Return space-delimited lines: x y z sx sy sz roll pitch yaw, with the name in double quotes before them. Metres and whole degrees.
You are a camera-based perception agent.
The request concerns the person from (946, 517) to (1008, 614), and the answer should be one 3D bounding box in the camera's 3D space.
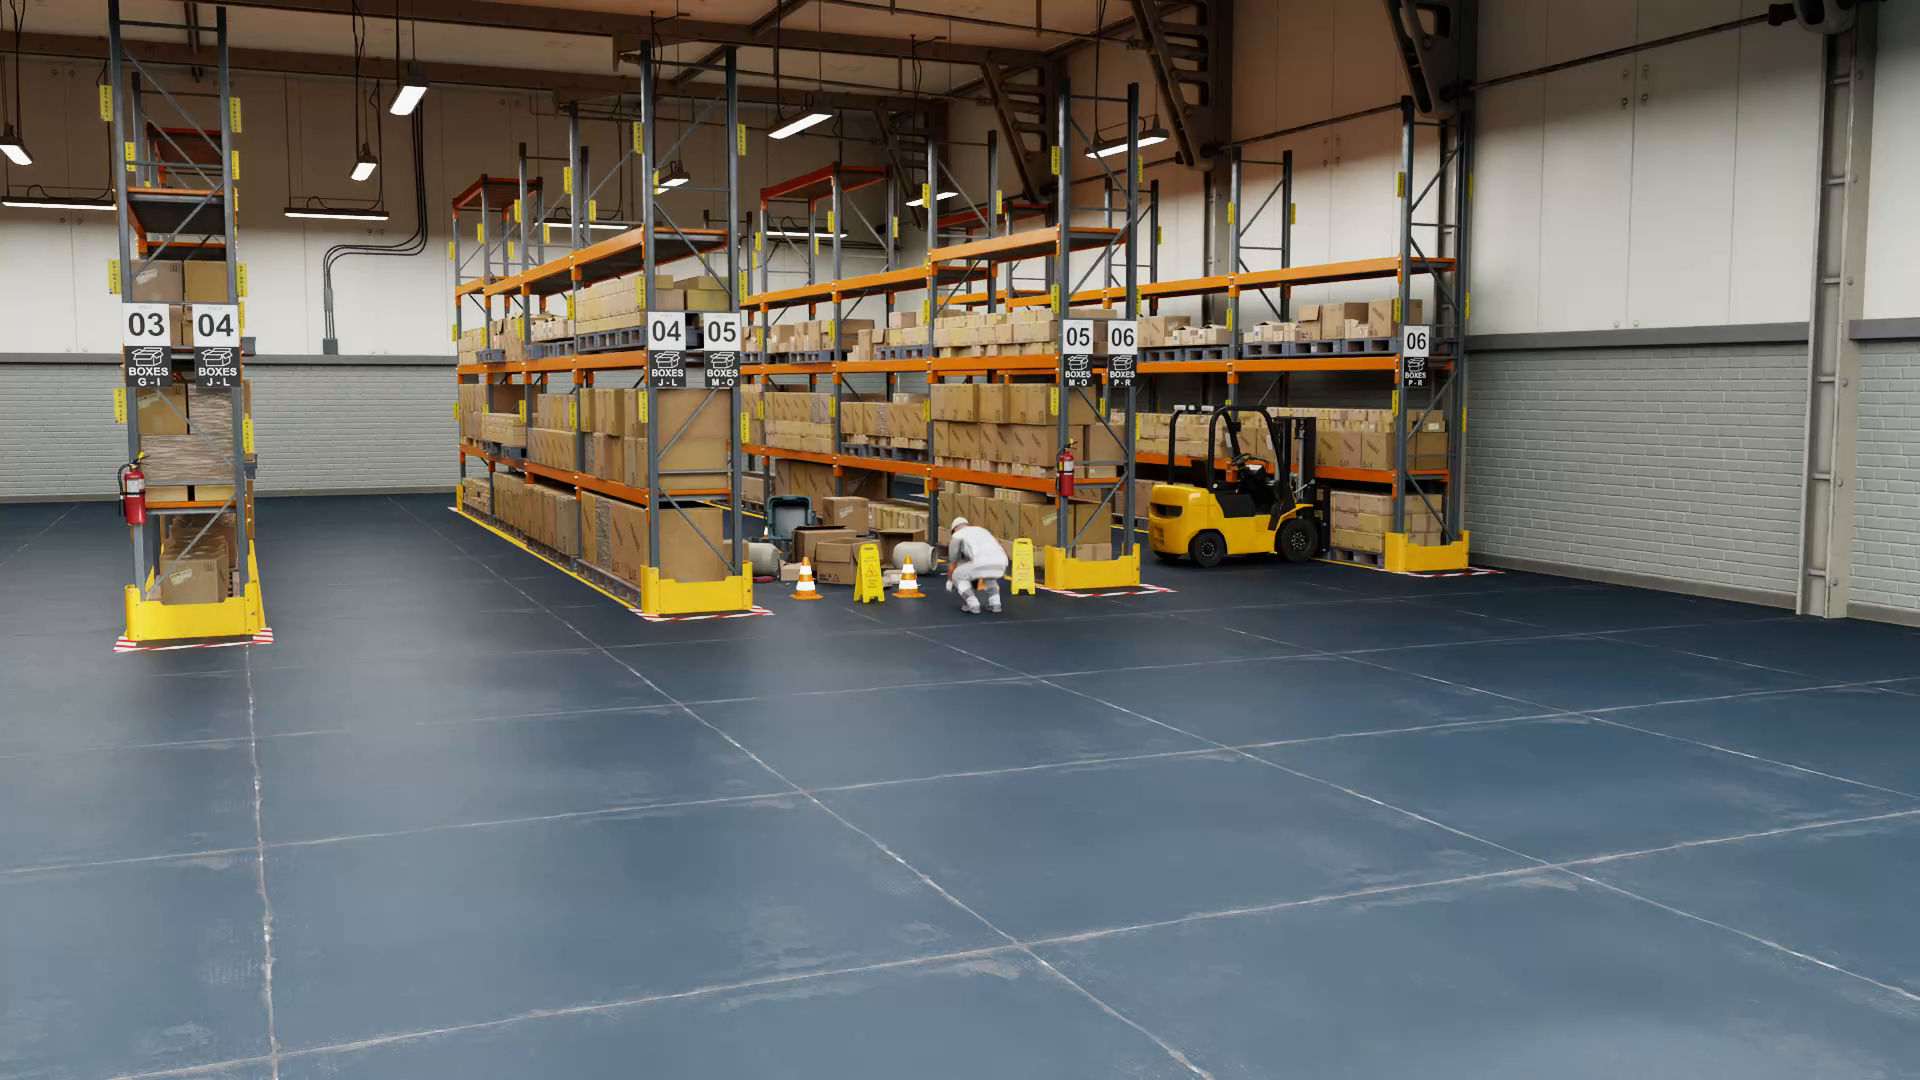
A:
"person" 0.171 0.271 18.003 0.541 0.991 0.907 -2 6 -25
